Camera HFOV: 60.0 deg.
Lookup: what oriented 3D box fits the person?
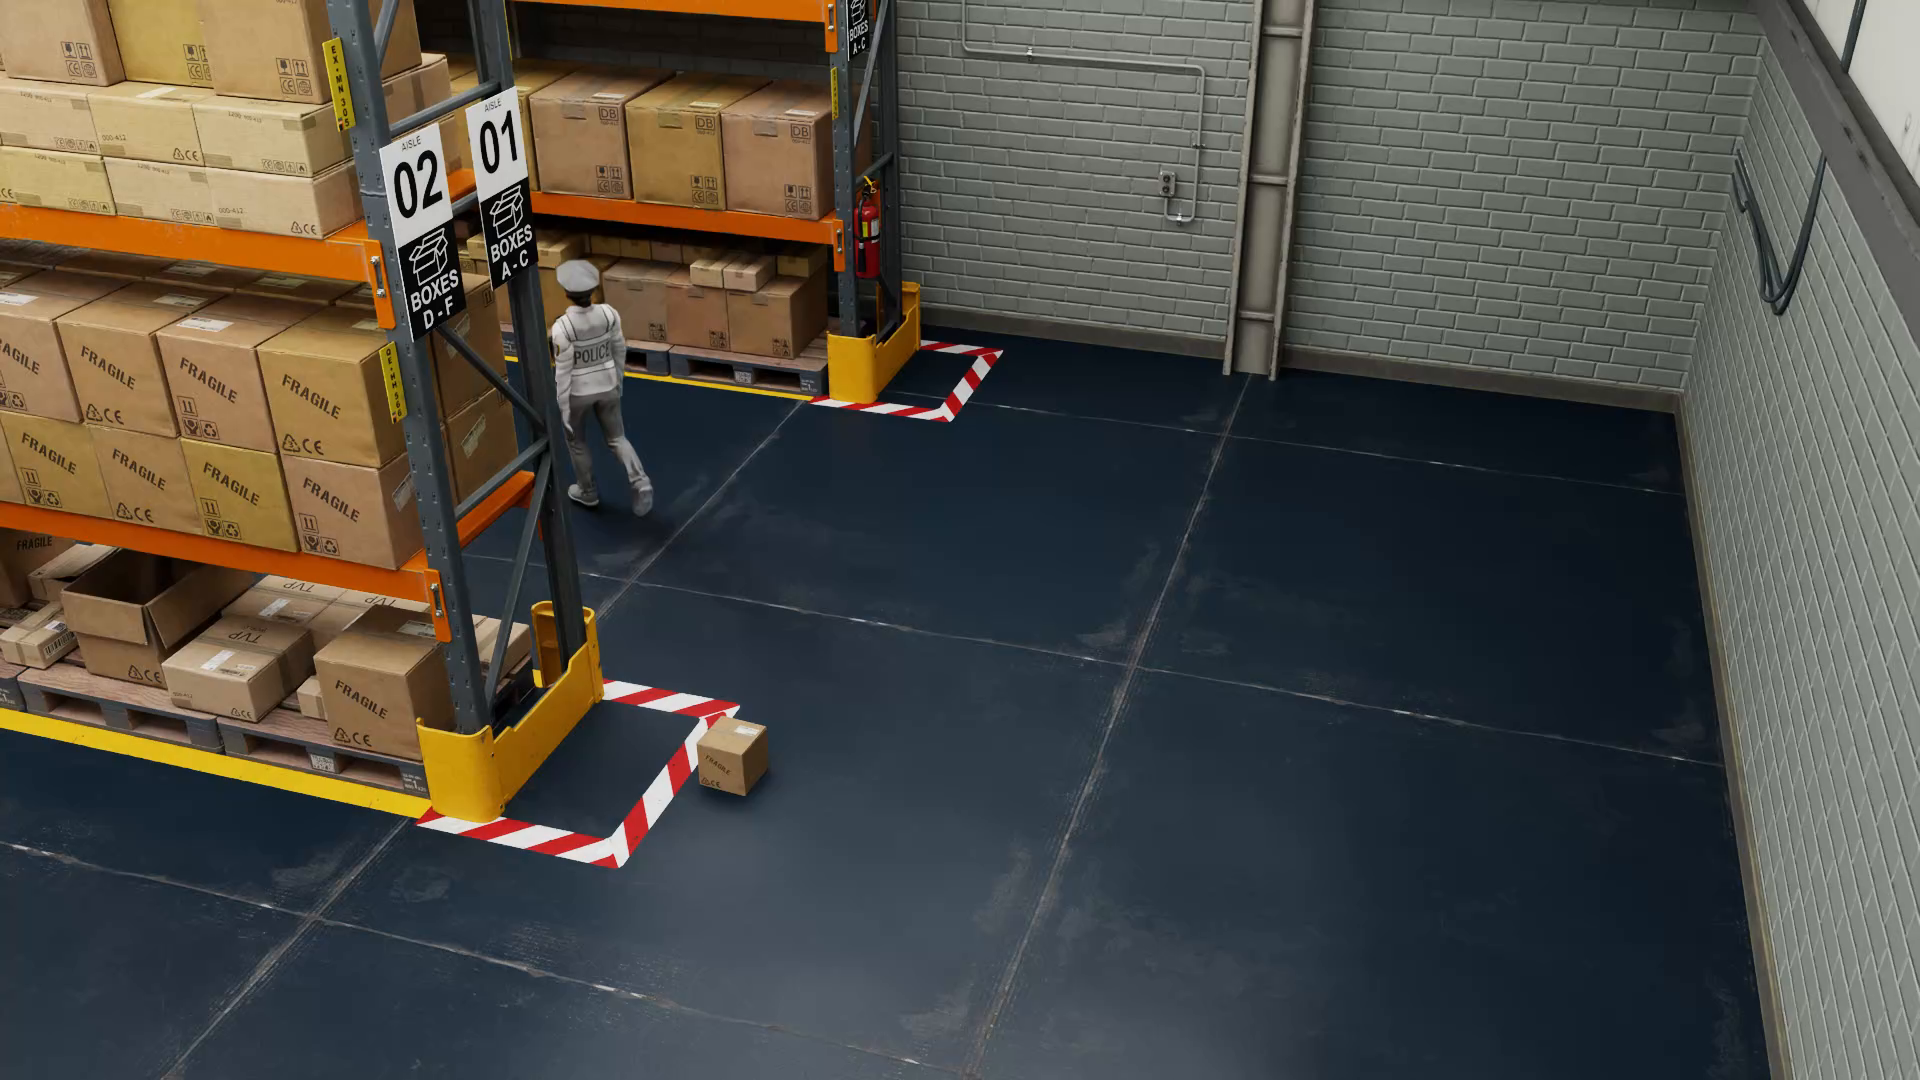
[{"bbox_3d":[-2.212,-0.899,10.046,0.497,1.658,0.790,-20,35,-31],"label":"person"}]
